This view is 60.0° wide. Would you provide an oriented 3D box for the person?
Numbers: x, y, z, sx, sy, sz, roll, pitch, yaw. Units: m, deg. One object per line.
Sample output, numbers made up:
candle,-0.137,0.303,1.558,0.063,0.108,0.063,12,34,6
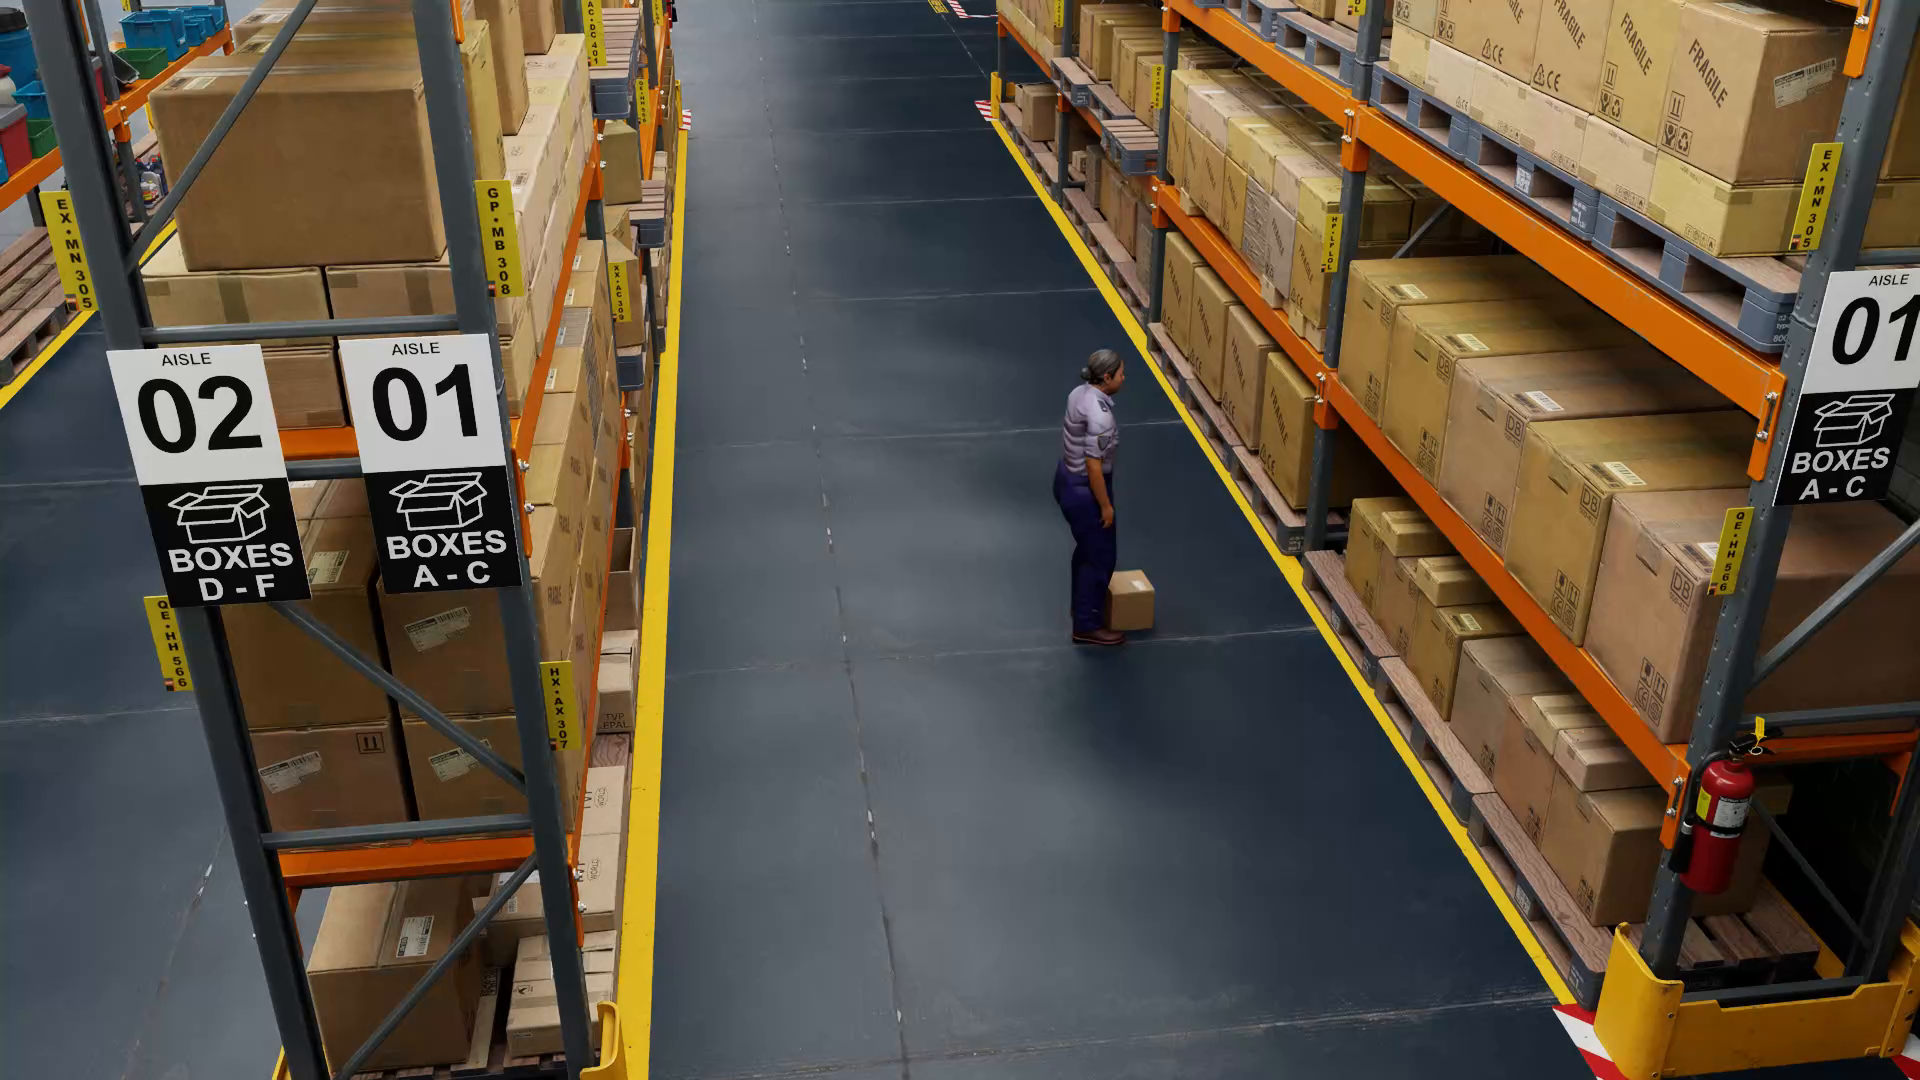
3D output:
person,0.739,-0.256,9.122,0.423,1.651,0.542,-5,28,-9
